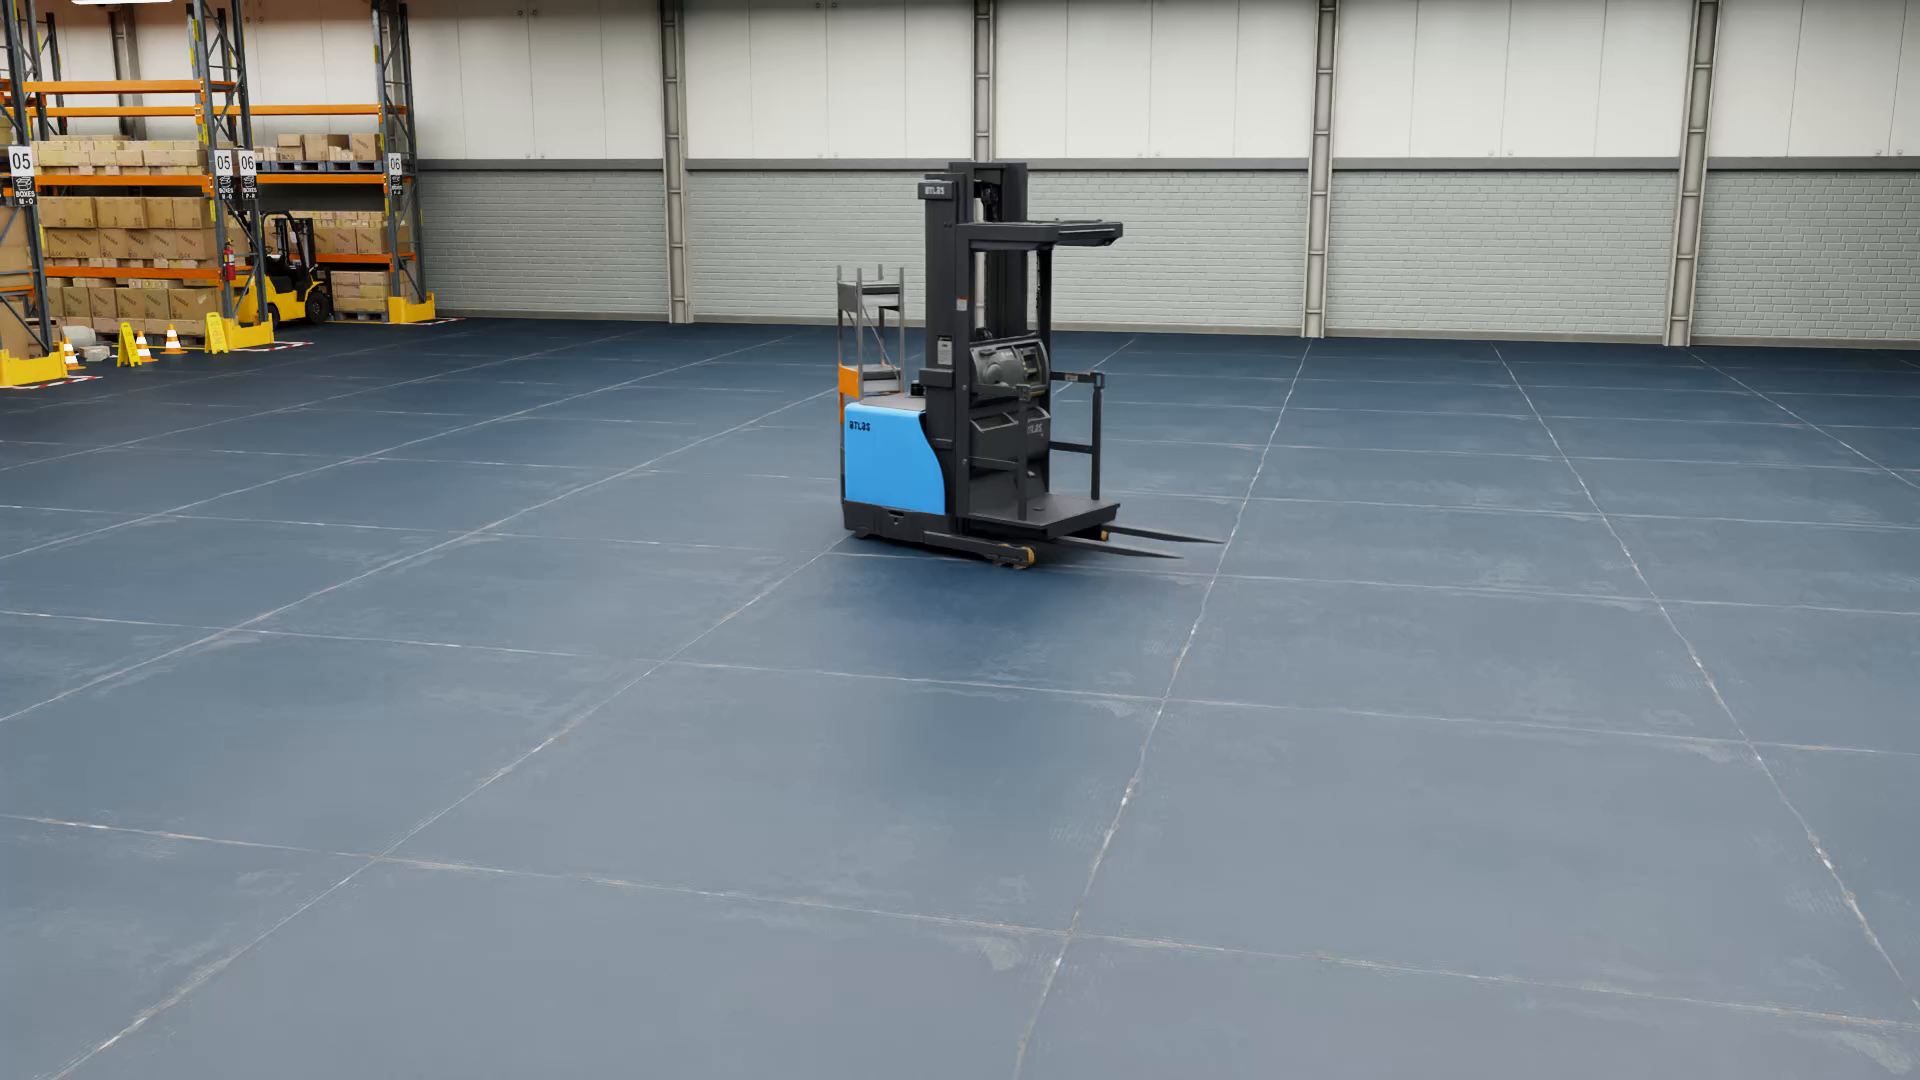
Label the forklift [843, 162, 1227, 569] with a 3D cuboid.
[{"bbox_3d":[0.546,-1.345,12.529,3.031,2.935,1.130,9,16,36],"label":"forklift"}]

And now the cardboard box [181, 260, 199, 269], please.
[{"bbox_3d":[-12.638,-4.570,27.487,0.250,0.149,0.380,3,13,13],"label":"cardboard box"}]

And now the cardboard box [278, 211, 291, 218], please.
[{"bbox_3d":[-13.141,-6.362,32.566,0.250,0.149,0.380,3,13,13],"label":"cardboard box"}]

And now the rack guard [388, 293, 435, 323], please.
[{"bbox_3d":[-10.742,-4.551,32.591,0.348,0.500,1.175,3,13,14],"label":"rack guard"}]

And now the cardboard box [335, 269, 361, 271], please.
[{"bbox_3d":[-12.156,-5.241,33.003,0.500,0.250,0.500,3,13,13],"label":"cardboard box"}]

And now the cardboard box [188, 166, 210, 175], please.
[{"bbox_3d":[-12.365,-6.030,27.141,0.250,0.149,0.380,3,13,14],"label":"cardboard box"}]

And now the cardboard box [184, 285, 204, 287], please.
[{"bbox_3d":[-13.200,-4.084,28.366,0.500,0.500,0.500,3,13,11],"label":"cardboard box"}]

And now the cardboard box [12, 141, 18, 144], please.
[{"bbox_3d":[-15.607,-6.582,27.789,0.250,0.149,0.380,3,13,13],"label":"cardboard box"}]

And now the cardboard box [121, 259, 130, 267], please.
[{"bbox_3d":[-13.845,-4.664,27.908,0.250,0.149,0.380,3,13,14],"label":"cardboard box"}]

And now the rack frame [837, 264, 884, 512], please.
[{"bbox_3d":[-0.838,-1.284,14.170,0.400,2.100,0.015,-5,14,-23],"label":"rack frame"}]

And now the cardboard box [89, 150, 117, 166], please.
[{"bbox_3d":[-13.996,-6.313,27.495,0.500,0.250,0.500,3,13,14],"label":"cardboard box"}]

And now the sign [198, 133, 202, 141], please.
[{"bbox_3d":[-14.770,-7.736,32.330,0.005,0.325,0.100,3,13,14],"label":"sign"}]

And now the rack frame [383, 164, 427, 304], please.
[{"bbox_3d":[-10.766,-5.772,32.326,0.127,3.000,1.000,3,13,14],"label":"rack frame"}]

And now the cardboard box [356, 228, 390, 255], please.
[{"bbox_3d":[-11.306,-5.791,32.181,0.500,0.500,0.500,3,13,12],"label":"cardboard box"}]

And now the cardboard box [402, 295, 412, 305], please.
[{"bbox_3d":[-11.196,-4.702,32.879,0.500,0.250,0.500,3,13,14],"label":"cardboard box"}]

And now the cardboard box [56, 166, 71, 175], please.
[{"bbox_3d":[-14.849,-6.174,27.789,0.250,0.149,0.380,3,13,15],"label":"cardboard box"}]

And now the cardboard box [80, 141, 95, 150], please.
[{"bbox_3d":[-14.330,-6.526,27.536,0.250,0.149,0.380,3,13,13],"label":"cardboard box"}]

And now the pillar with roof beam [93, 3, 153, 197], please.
[{"bbox_3d":[-18.082,-8.333,30.016,0.548,9.000,9.100,3,13,14],"label":"pillar with roof beam"}]

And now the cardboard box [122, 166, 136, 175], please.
[{"bbox_3d":[-13.601,-6.102,27.467,0.250,0.149,0.380,3,13,12],"label":"cardboard box"}]

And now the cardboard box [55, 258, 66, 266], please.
[{"bbox_3d":[-15.083,-4.720,28.162,0.250,0.149,0.380,3,13,13],"label":"cardboard box"}]

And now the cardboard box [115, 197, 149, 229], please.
[{"bbox_3d":[-13.509,-5.424,27.529,0.500,0.500,0.700,3,13,13],"label":"cardboard box"}]

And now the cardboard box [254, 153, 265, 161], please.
[{"bbox_3d":[-13.540,-7.448,32.335,0.250,0.149,0.380,3,13,15],"label":"cardboard box"}]

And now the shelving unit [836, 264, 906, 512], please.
[{"bbox_3d":[-0.741,-1.235,13.952,0.431,2.100,0.503,-5,14,-23],"label":"shelving unit"}]

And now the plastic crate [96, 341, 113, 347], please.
[{"bbox_3d":[-14.507,-3.257,27.728,0.583,0.080,0.402,-1,13,-6],"label":"plastic crate"}]

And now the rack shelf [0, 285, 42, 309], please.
[{"bbox_3d":[-14.981,-3.435,23.451,4.000,0.370,1.077,3,13,14],"label":"rack shelf"}]

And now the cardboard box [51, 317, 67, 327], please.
[{"bbox_3d":[-15.327,-3.711,28.415,0.500,0.250,0.500,2,13,11],"label":"cardboard box"}]

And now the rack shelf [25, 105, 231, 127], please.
[{"bbox_3d":[-16.591,-8.466,33.201,4.000,0.370,1.077,3,13,14],"label":"rack shelf"}]

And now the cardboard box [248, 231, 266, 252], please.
[{"bbox_3d":[-13.771,-5.927,32.793,0.500,0.500,0.500,3,13,15],"label":"cardboard box"}]

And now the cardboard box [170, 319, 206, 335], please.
[{"bbox_3d":[-12.824,-3.578,27.813,0.500,0.250,0.500,3,13,13],"label":"cardboard box"}]

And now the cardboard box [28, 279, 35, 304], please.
[{"bbox_3d":[-18.995,-5.149,34.318,0.500,0.500,0.500,3,13,15],"label":"cardboard box"}]

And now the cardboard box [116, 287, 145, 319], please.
[{"bbox_3d":[-13.787,-3.998,27.975,0.500,0.500,0.500,3,13,12],"label":"cardboard box"}]

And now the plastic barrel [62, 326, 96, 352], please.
[{"bbox_3d":[-14.319,-3.259,26.948,0.512,0.421,0.421,-9,15,-35],"label":"plastic barrel"}]

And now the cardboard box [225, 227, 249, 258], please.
[{"bbox_3d":[-12.345,-5.005,27.951,0.500,0.500,0.500,3,13,13],"label":"cardboard box"}]

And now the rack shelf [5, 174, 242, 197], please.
[{"bbox_3d":[-13.893,-5.945,27.841,4.000,0.370,1.077,3,13,14],"label":"rack shelf"}]

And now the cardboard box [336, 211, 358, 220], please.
[{"bbox_3d":[-11.895,-6.300,32.289,0.250,0.149,0.380,3,13,14],"label":"cardboard box"}]

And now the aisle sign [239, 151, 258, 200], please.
[{"bbox_3d":[-11.817,-6.059,27.618,0.004,0.787,0.394,3,13,14],"label":"aisle sign"}]

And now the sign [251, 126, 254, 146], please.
[{"bbox_3d":[-11.821,-6.734,27.715,0.005,0.325,0.100,3,13,14],"label":"sign"}]

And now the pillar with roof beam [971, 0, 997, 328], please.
[{"bbox_3d":[-0.607,-7.399,25.806,0.400,9.000,9.100,3,13,14],"label":"pillar with roof beam"}]

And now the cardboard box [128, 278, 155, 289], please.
[{"bbox_3d":[-13.663,-4.293,27.809,0.250,0.149,0.380,4,13,16],"label":"cardboard box"}]

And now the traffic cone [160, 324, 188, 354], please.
[{"bbox_3d":[-12.678,-3.241,26.773,0.334,0.463,0.336,3,13,14],"label":"traffic cone"}]

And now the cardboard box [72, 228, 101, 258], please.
[{"bbox_3d":[-14.497,-4.999,27.921,0.500,0.500,0.500,3,13,13],"label":"cardboard box"}]

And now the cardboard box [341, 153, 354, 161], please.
[{"bbox_3d":[-11.643,-7.347,31.878,0.250,0.149,0.380,3,13,12],"label":"cardboard box"}]

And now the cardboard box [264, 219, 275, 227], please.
[{"bbox_3d":[-13.415,-6.210,32.572,0.250,0.149,0.380,3,13,13],"label":"cardboard box"}]

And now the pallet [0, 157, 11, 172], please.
[{"bbox_3d":[-13.762,-5.140,22.753,1.213,0.211,1.003,3,13,14],"label":"pallet"}]

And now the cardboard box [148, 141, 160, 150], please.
[{"bbox_3d":[-13.078,-6.470,27.283,0.250,0.149,0.380,3,13,14],"label":"cardboard box"}]

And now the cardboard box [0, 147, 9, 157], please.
[{"bbox_3d":[-13.295,-5.363,22.935,0.250,0.149,0.380,3,13,14],"label":"cardboard box"}]

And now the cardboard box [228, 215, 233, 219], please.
[{"bbox_3d":[-14.411,-6.412,32.793,0.250,0.149,0.380,3,13,15],"label":"cardboard box"}]

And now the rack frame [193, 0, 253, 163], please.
[{"bbox_3d":[-11.951,-7.657,26.971,0.127,3.000,1.000,3,13,14],"label":"rack frame"}]

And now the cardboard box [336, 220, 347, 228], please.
[{"bbox_3d":[-11.900,-6.146,32.280,0.250,0.149,0.380,3,13,13],"label":"cardboard box"}]
